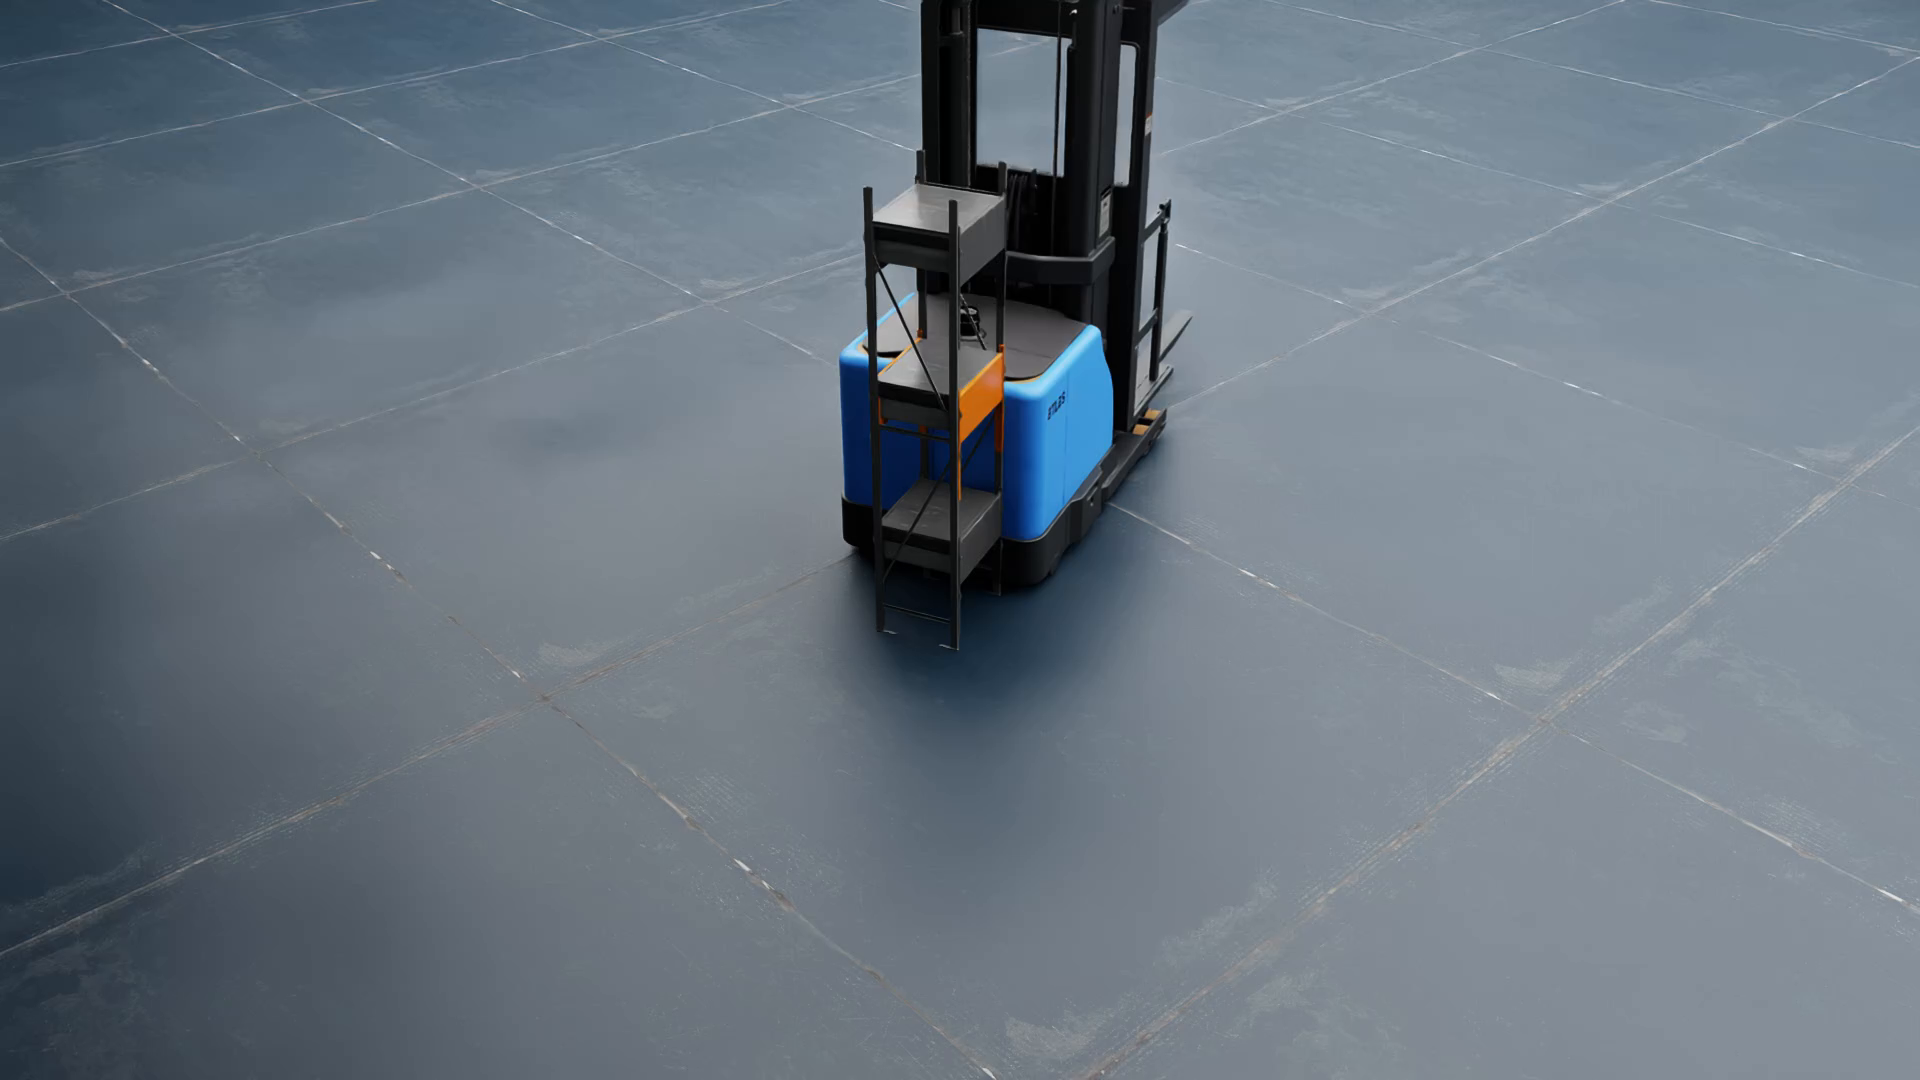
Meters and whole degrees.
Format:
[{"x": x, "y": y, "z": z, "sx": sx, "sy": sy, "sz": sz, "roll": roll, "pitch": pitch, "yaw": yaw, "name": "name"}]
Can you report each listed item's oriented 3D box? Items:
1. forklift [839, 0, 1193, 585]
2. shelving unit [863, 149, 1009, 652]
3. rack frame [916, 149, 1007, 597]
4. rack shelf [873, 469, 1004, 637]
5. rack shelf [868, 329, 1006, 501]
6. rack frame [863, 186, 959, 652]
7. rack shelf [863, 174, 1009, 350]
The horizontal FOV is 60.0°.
[{"x": 0.488, "y": -1.792, "z": 8.371, "sx": 1.130, "sy": 2.935, "sz": 3.031, "roll": 13, "pitch": 34, "yaw": 20, "name": "forklift"}, {"x": -0.093, "y": -0.556, "z": 7.147, "sx": 0.431, "sy": 2.100, "sz": 0.503, "roll": 13, "pitch": 34, "yaw": 20, "name": "shelving unit"}, {"x": 0.006, "y": -0.672, "z": 7.337, "sx": 0.400, "sy": 2.100, "sz": 0.015, "roll": 13, "pitch": 34, "yaw": 20, "name": "rack frame"}, {"x": -0.093, "y": 0.053, "z": 7.519, "sx": 0.431, "sy": 0.518, "sz": 0.480, "roll": 13, "pitch": 34, "yaw": 20, "name": "rack shelf"}, {"x": -0.093, "y": -0.544, "z": 7.154, "sx": 0.431, "sy": 0.518, "sz": 0.480, "roll": 13, "pitch": 34, "yaw": 20, "name": "rack shelf"}, {"x": -0.191, "y": -0.440, "z": 6.956, "sx": 0.400, "sy": 2.100, "sz": 0.015, "roll": 13, "pitch": 34, "yaw": 20, "name": "rack frame"}, {"x": -0.093, "y": -1.142, "z": 6.789, "sx": 0.431, "sy": 0.518, "sz": 0.480, "roll": 13, "pitch": 34, "yaw": 20, "name": "rack shelf"}]
